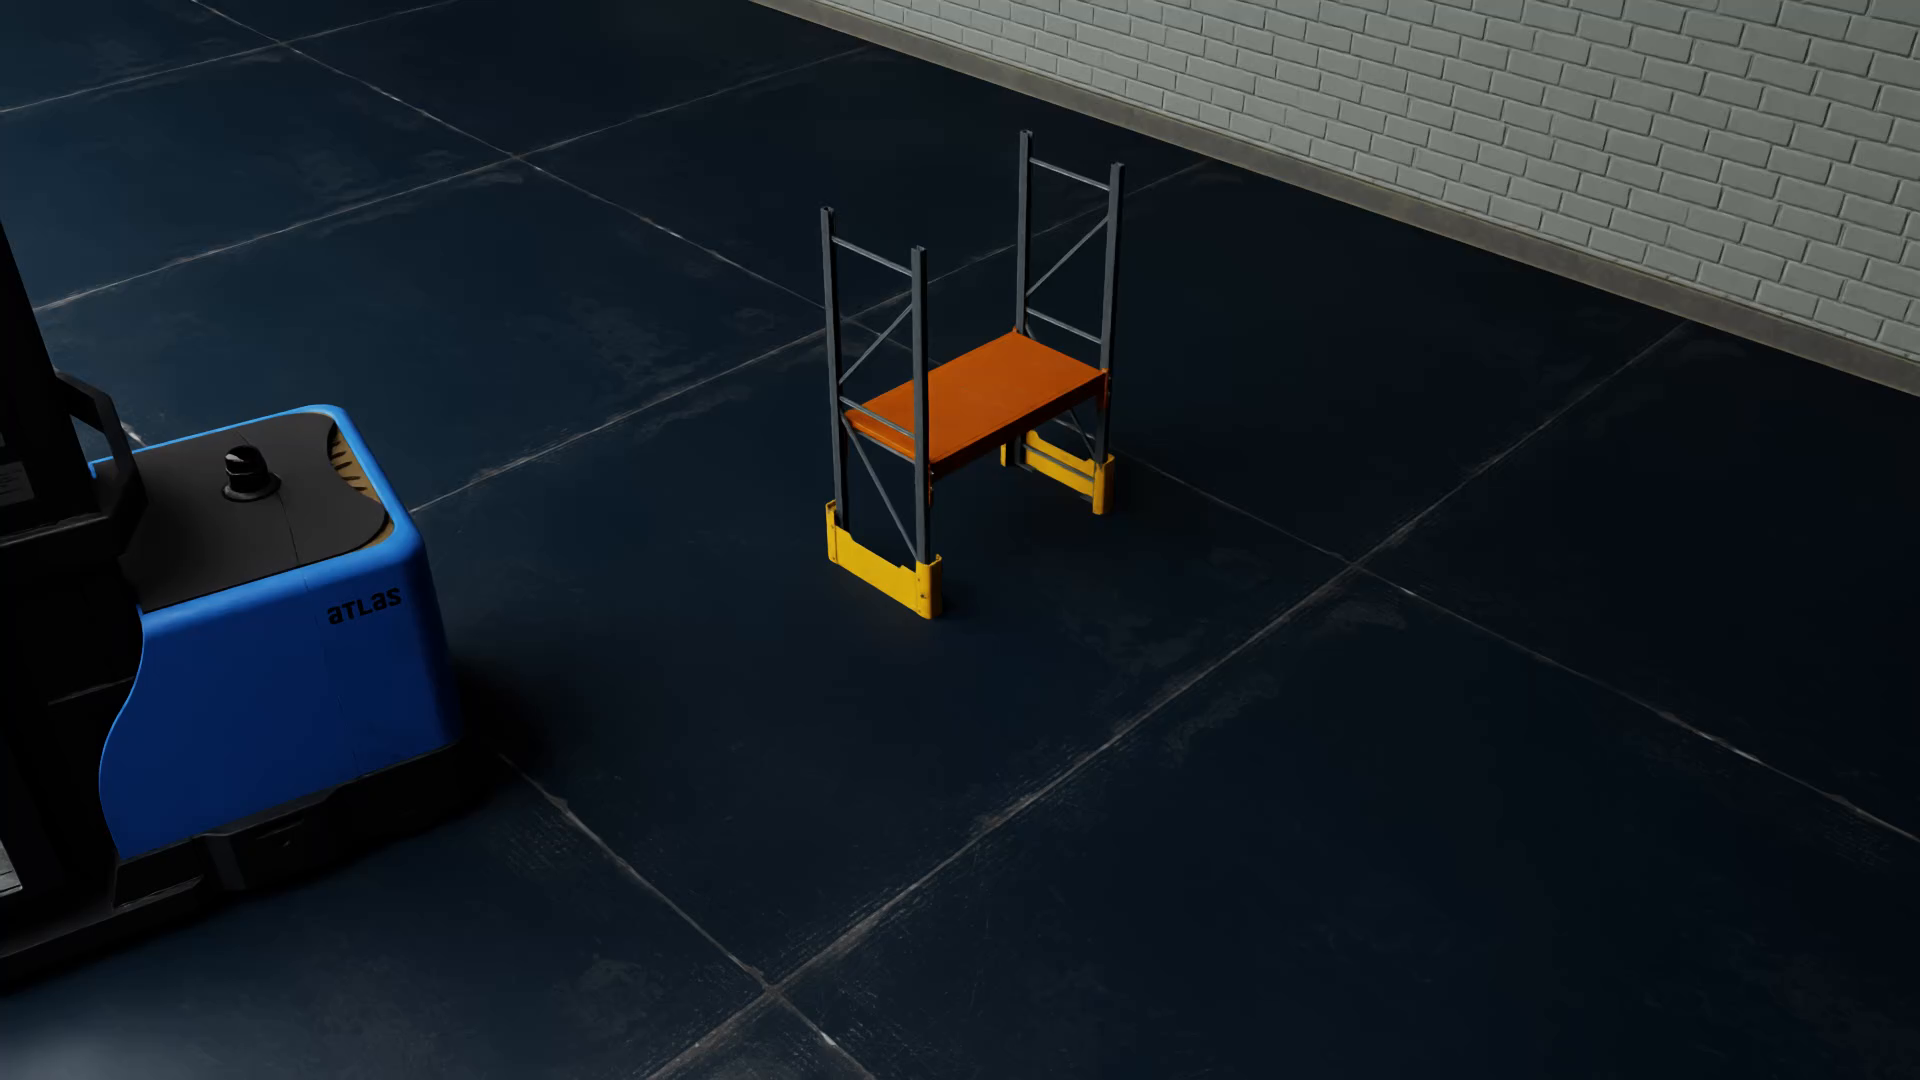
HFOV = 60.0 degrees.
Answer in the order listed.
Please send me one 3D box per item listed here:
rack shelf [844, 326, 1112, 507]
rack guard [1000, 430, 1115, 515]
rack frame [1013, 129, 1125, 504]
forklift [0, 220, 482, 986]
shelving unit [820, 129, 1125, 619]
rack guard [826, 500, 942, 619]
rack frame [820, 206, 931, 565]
[{"bbox_3d":[0.060,-0.502,6.474,0.538,0.185,1.000,30,45,35],"label":"rack shelf"},{"bbox_3d":[0.405,-0.336,7.013,0.587,0.250,0.087,30,45,35],"label":"rack guard"},{"bbox_3d":[0.418,-0.856,6.667,0.500,1.500,0.032,30,45,35],"label":"rack frame"},{"bbox_3d":[-3.104,-0.125,4.367,3.031,2.935,1.130,-19,39,-25],"label":"forklift"},{"bbox_3d":[0.054,-0.646,6.365,0.587,1.500,1.083,30,45,35],"label":"shelving unit"},{"bbox_3d":[-0.297,0.069,6.433,0.587,0.250,0.087,30,45,35],"label":"rack guard"},{"bbox_3d":[-0.298,-0.443,6.075,0.500,1.500,0.032,30,45,35],"label":"rack frame"}]
